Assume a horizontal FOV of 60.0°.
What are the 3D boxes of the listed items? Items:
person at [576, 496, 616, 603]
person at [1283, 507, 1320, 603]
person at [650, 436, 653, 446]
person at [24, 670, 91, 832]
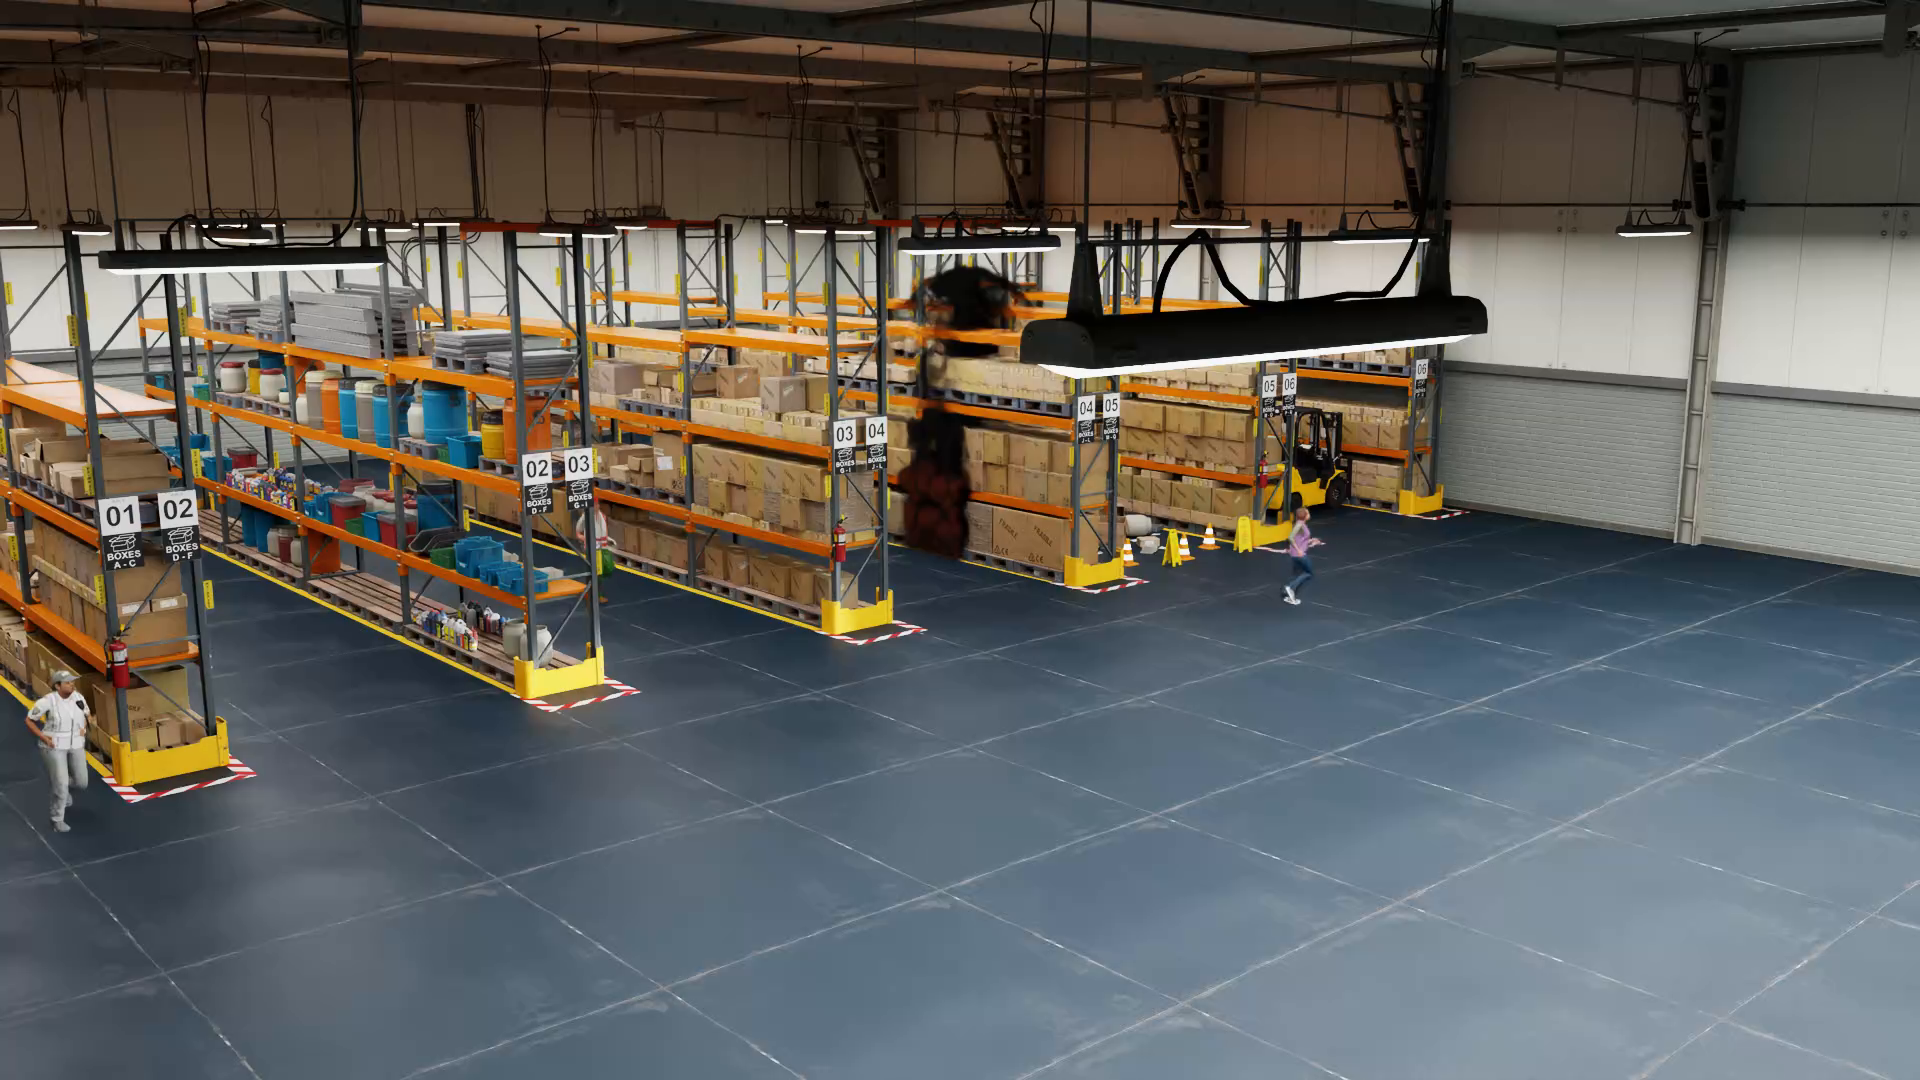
[{"bbox_3d":[-5.882,0.140,26.811,0.602,1.742,0.657,9,14,37],"label":"person"},{"bbox_3d":[5.493,0.244,26.690,0.563,1.567,0.519,2,12,8],"label":"person"},{"bbox_3d":[-7.453,-2.729,41.259,0.613,1.645,0.633,7,13,31],"label":"person"},{"bbox_3d":[-9.298,2.150,17.290,0.643,1.616,0.635,8,14,33],"label":"person"}]
